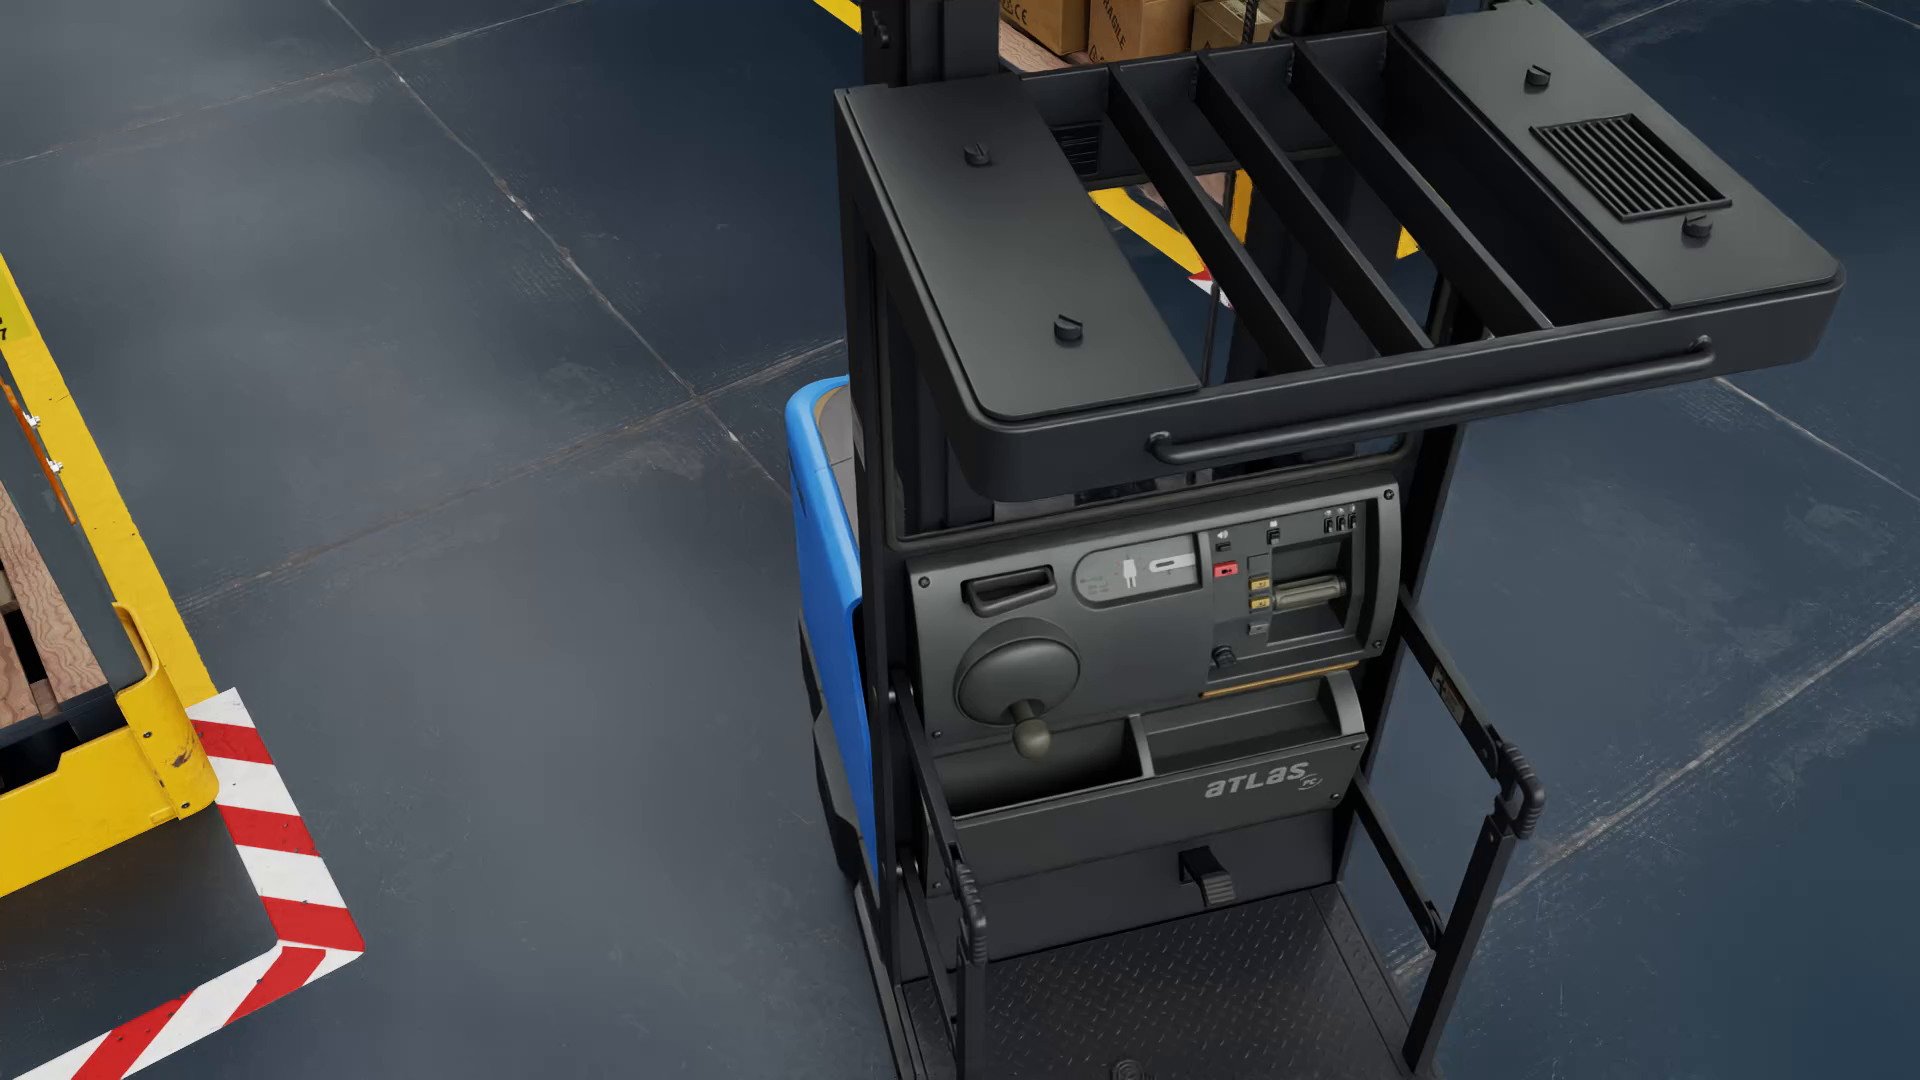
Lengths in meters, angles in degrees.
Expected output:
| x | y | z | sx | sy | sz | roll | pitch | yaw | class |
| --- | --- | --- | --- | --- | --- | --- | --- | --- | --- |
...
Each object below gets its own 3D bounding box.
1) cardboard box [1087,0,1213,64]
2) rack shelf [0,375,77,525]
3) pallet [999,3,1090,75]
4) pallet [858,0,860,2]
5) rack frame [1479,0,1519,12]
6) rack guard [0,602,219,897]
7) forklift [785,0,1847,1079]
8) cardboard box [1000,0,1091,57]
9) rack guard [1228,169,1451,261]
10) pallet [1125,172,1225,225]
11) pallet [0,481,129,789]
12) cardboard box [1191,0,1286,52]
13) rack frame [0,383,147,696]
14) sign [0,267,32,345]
| x | y | z | sx | sy | sz | roll | pitch | yaw | class |
| --- | --- | --- | --- | --- | --- | --- | --- | --- | --- |
| 0.860 | -2.115 | 6.800 | 0.500 | 0.500 | 0.500 | -14 | 45 | -14 | cardboard box |
| -3.633 | -1.098 | 4.749 | 1.077 | 0.370 | 4.000 | -26 | 49 | -24 | rack shelf |
| 0.400 | -2.381 | 7.591 | 1.003 | 0.211 | 1.213 | -26 | 49 | -24 | pallet |
| -0.302 | -3.073 | 8.316 | 1.003 | 0.211 | 1.213 | -26 | 49 | -24 | pallet |
| 1.573 | -2.182 | 5.364 | 1.000 | 3.000 | 0.127 | -26 | 49 | -24 | rack frame |
| -2.571 | 0.654 | 4.203 | 1.175 | 0.500 | 0.348 | -26 | 49 | -24 | rack guard |
| 0.426 | 0.229 | 2.888 | 1.130 | 2.935 | 3.031 | -10 | 45 | -11 | forklift |
| 0.517 | -2.477 | 7.179 | 0.500 | 0.500 | 0.500 | -21 | 48 | -21 | cardboard box |
| 1.530 | -1.321 | 6.272 | 1.175 | 0.500 | 0.348 | -26 | 49 | -24 | rack guard |
| 1.094 | -1.691 | 6.868 | 1.003 | 0.211 | 1.213 | -26 | 49 | -24 | pallet |
| -3.032 | 0.296 | 4.787 | 1.003 | 0.211 | 1.213 | -26 | 49 | -24 | pallet |
| 1.230 | -1.790 | 6.459 | 0.500 | 0.500 | 0.500 | -17 | 46 | -17 | cardboard box |
| -2.489 | -0.226 | 3.314 | 1.000 | 3.000 | 0.127 | -26 | 49 | -24 | rack frame |
| -2.036 | -0.541 | 3.443 | 0.100 | 0.325 | 0.005 | -26 | 49 | -24 | sign |
